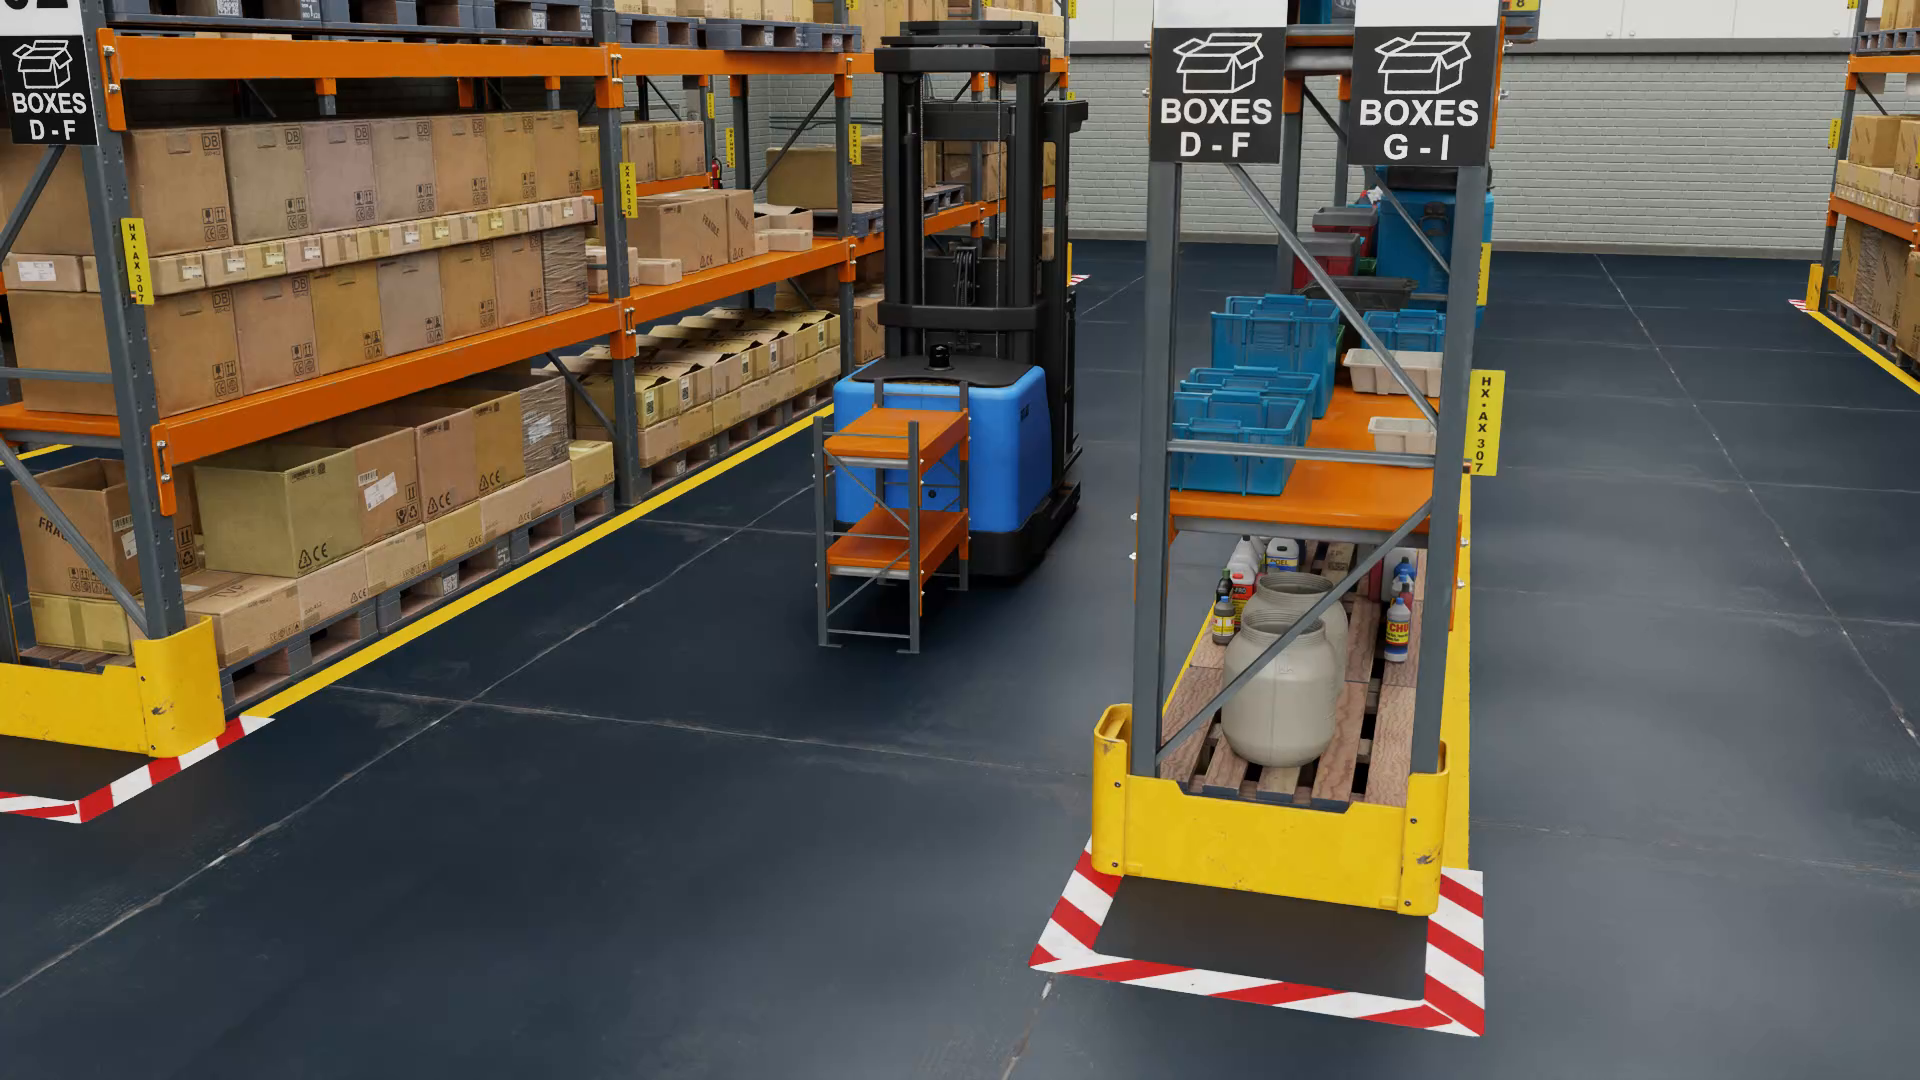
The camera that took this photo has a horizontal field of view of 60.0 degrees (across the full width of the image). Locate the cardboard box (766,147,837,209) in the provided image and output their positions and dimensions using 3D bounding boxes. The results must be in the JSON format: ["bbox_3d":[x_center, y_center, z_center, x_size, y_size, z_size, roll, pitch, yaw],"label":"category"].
[{"bbox_3d":[-1.328,-3.171,14.558,0.700,0.500,0.500,-1,16,-3],"label":"cardboard box"}]

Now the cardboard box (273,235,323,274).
[{"bbox_3d":[-3.136,-1.300,7.545,0.380,0.149,0.250,4,16,15],"label":"cardboard box"}]

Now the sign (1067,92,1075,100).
[{"bbox_3d":[1.401,-5.501,21.025,0.100,0.325,0.005,5,16,16],"label":"sign"}]

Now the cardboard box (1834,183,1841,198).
[{"bbox_3d":[9.954,-3.883,18.481,0.380,0.149,0.250,5,17,17],"label":"cardboard box"}]

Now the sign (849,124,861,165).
[{"bbox_3d":[-0.866,-3.262,13.710,0.100,0.325,0.005,5,16,16],"label":"sign"}]

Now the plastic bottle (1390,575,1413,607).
[{"bbox_3d":[1.987,0.292,7.496,0.097,0.271,0.097,0,16,0],"label":"plastic bottle"}]

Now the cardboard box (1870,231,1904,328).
[{"bbox_3d":[9.755,-2.606,16.644,0.875,0.875,0.875,5,16,16],"label":"cardboard box"}]

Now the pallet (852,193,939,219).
[{"bbox_3d":[-0.851,-3.164,15.838,1.003,0.211,1.213,5,16,16],"label":"pallet"}]

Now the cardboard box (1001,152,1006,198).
[{"bbox_3d":[0.286,-4.088,18.561,0.500,0.500,0.500,5,17,17],"label":"cardboard box"}]

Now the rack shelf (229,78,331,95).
[{"bbox_3d":[-6.718,-3.704,13.212,1.077,0.370,4.000,5,16,16],"label":"rack shelf"}]

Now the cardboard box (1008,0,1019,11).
[{"bbox_3d":[0.254,-6.147,18.491,0.700,0.500,0.500,5,16,16],"label":"cardboard box"}]

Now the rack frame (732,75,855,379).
[{"bbox_3d":[-1.399,-2.747,14.017,1.000,3.000,0.127,5,16,16],"label":"rack frame"}]

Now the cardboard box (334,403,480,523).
[{"bbox_3d":[-2.878,-0.409,8.670,0.500,0.500,0.500,5,16,16],"label":"cardboard box"}]

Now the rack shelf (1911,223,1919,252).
[{"bbox_3d":[8.666,-2.155,13.248,1.077,0.370,4.000,5,16,16],"label":"rack shelf"}]

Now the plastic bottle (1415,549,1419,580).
[{"bbox_3d":[2.245,0.067,8.269,0.061,0.283,0.133,6,17,20],"label":"plastic bottle"}]

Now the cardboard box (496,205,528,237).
[{"bbox_3d":[-2.625,-1.771,9.203,0.380,0.149,0.250,5,16,16],"label":"cardboard box"}]

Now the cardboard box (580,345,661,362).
[{"bbox_3d":[-2.410,-1.245,11.962,0.500,0.311,0.500,5,16,16],"label":"cardboard box"}]

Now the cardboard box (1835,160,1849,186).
[{"bbox_3d":[9.976,-4.037,18.295,0.500,0.250,0.500,4,16,14],"label":"cardboard box"}]

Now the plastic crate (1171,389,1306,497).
[{"bbox_3d":[0.931,-0.351,5.844,0.499,0.251,0.616,5,16,16],"label":"plastic crate"}]

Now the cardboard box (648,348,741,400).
[{"bbox_3d":[-1.886,-1.204,11.820,0.500,0.311,0.500,4,16,14],"label":"cardboard box"}]

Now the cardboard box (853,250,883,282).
[{"bbox_3d":[-1.060,-2.663,16.120,0.500,0.250,0.500,4,16,15],"label":"cardboard box"}]

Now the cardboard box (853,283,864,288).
[{"bbox_3d":[-1.211,-2.154,15.702,0.500,0.500,0.500,4,16,14],"label":"cardboard box"}]

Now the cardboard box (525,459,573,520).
[{"bbox_3d":[-2.610,-0.311,9.699,0.500,0.250,0.500,5,16,16],"label":"cardboard box"}]

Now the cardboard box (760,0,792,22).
[{"bbox_3d":[-1.606,-4.058,12.648,0.500,0.250,0.500,5,17,17],"label":"cardboard box"}]

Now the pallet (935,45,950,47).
[{"bbox_3d":[-0.807,-4.709,15.783,1.213,0.211,1.003,5,16,16],"label":"pallet"}]

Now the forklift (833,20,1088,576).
[{"bbox_3d":[0.147,-1.577,10.019,1.130,2.935,3.031,4,16,13],"label":"forklift"}]

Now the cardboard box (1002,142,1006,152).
[{"bbox_3d":[0.288,-4.559,18.390,0.500,0.500,0.500,4,16,14],"label":"cardboard box"}]

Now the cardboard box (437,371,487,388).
[{"bbox_3d":[-3.102,-0.712,9.737,0.500,0.500,0.500,5,16,16],"label":"cardboard box"}]

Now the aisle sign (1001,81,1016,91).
[{"bbox_3d":[0.612,-6.131,21.184,0.394,0.787,0.004,5,16,16],"label":"aisle sign"}]

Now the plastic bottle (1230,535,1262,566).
[{"bbox_3d":[1.358,0.136,7.902,0.144,0.351,0.185,5,17,18],"label":"plastic bottle"}]

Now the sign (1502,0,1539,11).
[{"bbox_3d":[1.602,-1.672,4.715,0.100,0.325,0.005,5,16,16],"label":"sign"}]

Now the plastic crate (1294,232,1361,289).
[{"bbox_3d":[2.057,-1.496,9.491,0.402,0.464,0.583,5,16,16],"label":"plastic crate"}]

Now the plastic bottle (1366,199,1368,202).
[{"bbox_3d":[3.529,-2.822,14.496,0.061,0.283,0.133,5,16,16],"label":"plastic bottle"}]

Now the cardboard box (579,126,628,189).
[{"bbox_3d":[-4.630,-4.652,20.184,0.980,0.700,0.700,4,16,14],"label":"cardboard box"}]

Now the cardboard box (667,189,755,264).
[{"bbox_3d":[-1.860,-2.355,12.451,0.500,0.500,0.500,4,16,13],"label":"cardboard box"}]

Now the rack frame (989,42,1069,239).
[{"bbox_3d":[0.874,-4.840,21.396,1.000,3.000,0.127,5,16,16],"label":"rack frame"}]

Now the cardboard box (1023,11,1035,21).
[{"bbox_3d":[0.550,-5.904,19.011,0.500,0.250,0.500,5,16,16],"label":"cardboard box"}]

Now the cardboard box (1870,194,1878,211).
[{"bbox_3d":[9.445,-3.411,16.820,0.380,0.149,0.250,5,17,17],"label":"cardboard box"}]

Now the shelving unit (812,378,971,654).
[{"bbox_3d":[-0.319,-0.153,8.307,0.538,1.125,1.048,4,16,13],"label":"shelving unit"}]

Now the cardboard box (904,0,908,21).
[{"bbox_3d":[-0.852,-5.059,15.537,0.600,0.600,0.600,4,16,14],"label":"cardboard box"}]

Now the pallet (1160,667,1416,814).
[{"bbox_3d":[1.288,0.837,6.491,1.003,0.211,1.213,5,16,16],"label":"pallet"}]

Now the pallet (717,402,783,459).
[{"bbox_3d":[-2.019,-0.875,12.527,1.003,0.211,1.213,5,16,16],"label":"pallet"}]

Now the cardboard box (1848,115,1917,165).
[{"bbox_3d":[9.834,-4.267,17.731,0.500,0.500,0.500,4,16,15],"label":"cardboard box"}]

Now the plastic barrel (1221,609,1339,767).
[{"bbox_3d":[1.189,0.548,6.190,0.421,0.512,0.421,0,16,0],"label":"plastic barrel"}]

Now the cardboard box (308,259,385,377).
[{"bbox_3d":[-3.236,-1.090,7.993,0.700,0.500,0.500,5,17,16],"label":"cardboard box"}]

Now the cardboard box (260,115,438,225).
[{"bbox_3d":[-3.084,-1.862,8.337,0.700,0.500,0.500,5,16,16],"label":"cardboard box"}]

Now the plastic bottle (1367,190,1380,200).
[{"bbox_3d":[3.885,-3.161,15.705,0.152,0.276,0.135,5,16,16],"label":"plastic bottle"}]

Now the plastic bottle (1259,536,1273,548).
[{"bbox_3d":[1.526,0.055,8.331,0.097,0.271,0.097,0,16,0],"label":"plastic bottle"}]

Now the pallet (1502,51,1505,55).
[{"bbox_3d":[4.357,-4.548,15.215,1.213,0.211,1.003,5,16,16],"label":"pallet"}]

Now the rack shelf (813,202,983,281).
[{"bbox_3d":[-0.831,-2.924,15.960,1.077,0.370,4.000,5,16,16],"label":"rack shelf"}]

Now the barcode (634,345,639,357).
[{"bbox_3d":[-2.064,-1.206,10.599,0.001,0.075,0.075,5,16,16],"label":"barcode"}]

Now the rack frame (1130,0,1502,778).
[{"bbox_3d":[1.076,-0.269,5.280,1.000,3.000,0.127,5,16,16],"label":"rack frame"}]

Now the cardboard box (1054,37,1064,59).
[{"bbox_3d":[0.981,-6.056,20.461,0.500,0.250,0.500,5,16,16],"label":"cardboard box"}]

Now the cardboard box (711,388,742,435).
[{"bbox_3d":[-1.892,-0.935,11.899,0.500,0.250,0.500,4,16,14],"label":"cardboard box"}]

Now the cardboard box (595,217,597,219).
[{"bbox_3d":[-4.566,-3.994,21.036,0.380,0.149,0.250,4,16,15],"label":"cardboard box"}]
